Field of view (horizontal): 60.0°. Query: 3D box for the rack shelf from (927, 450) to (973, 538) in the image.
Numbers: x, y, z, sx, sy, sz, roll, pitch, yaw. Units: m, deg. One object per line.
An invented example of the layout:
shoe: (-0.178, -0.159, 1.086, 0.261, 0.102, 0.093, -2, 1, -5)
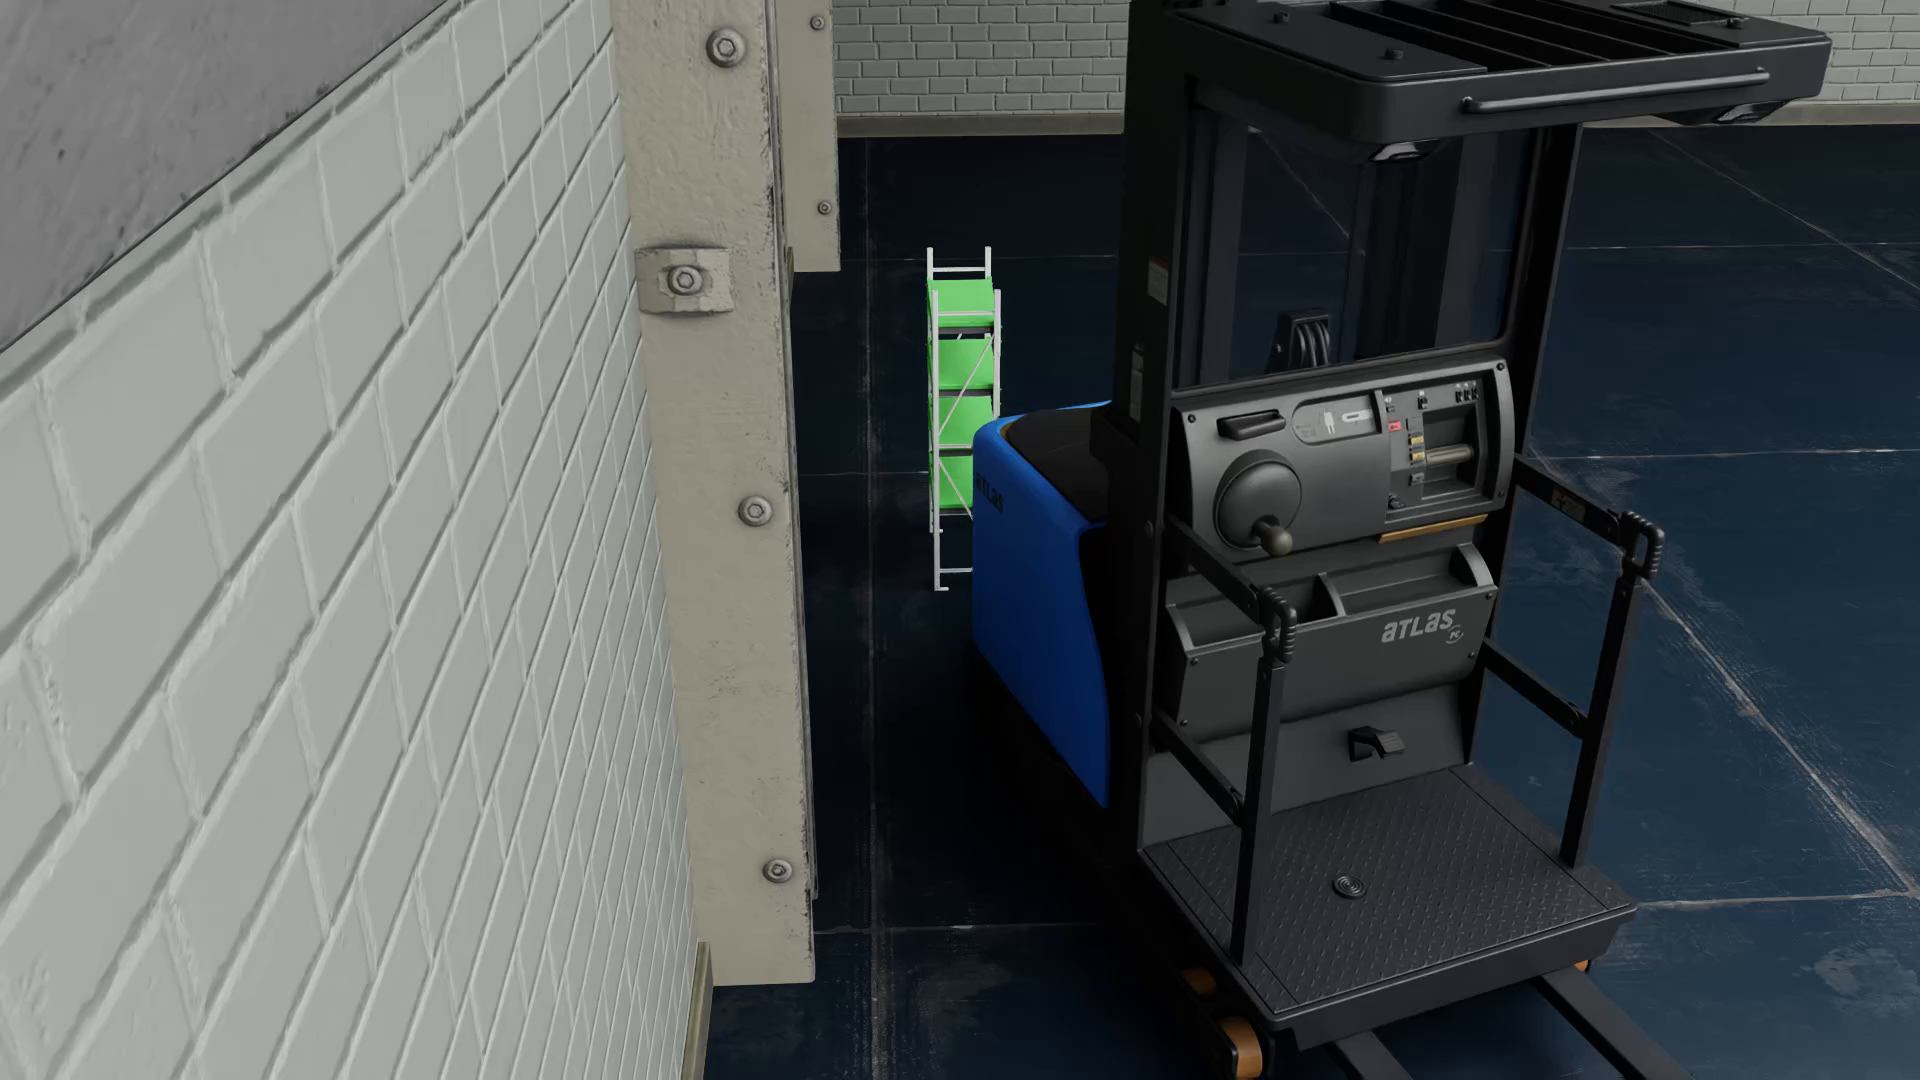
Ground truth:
rack shelf: (0.009, -0.186, 6.466, 0.258, 0.148, 0.480, -1, 28, -3)

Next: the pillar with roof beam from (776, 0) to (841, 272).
pillar with roof beam: (3.430, -5.764, 8.071, 9.100, 9.000, 0.400, -1, 28, -3)

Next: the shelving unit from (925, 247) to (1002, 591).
shelving unit: (0.009, -0.456, 6.326, 0.258, 1.200, 0.503, -1, 28, -3)

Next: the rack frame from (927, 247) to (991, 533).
rack frame: (-0.004, -0.568, 6.542, 0.240, 1.200, 0.015, -1, 28, -3)

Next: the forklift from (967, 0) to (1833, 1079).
forklift: (1.042, -0.166, 3.898, 1.130, 2.935, 3.031, -11, 29, -19)

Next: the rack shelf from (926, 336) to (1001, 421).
rack shelf: (0.009, -0.612, 6.245, 0.258, 0.148, 0.480, -1, 28, -3)

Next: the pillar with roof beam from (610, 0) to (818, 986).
pillar with roof beam: (3.744, -2.993, 2.758, 9.100, 9.000, 0.400, -1, 28, -3)

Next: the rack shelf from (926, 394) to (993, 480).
rack shelf: (0.009, -0.399, 6.356, 0.258, 0.148, 0.480, -1, 28, -3)

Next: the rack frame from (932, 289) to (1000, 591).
rack frame: (0.021, -0.343, 6.110, 0.240, 1.200, 0.015, -1, 28, -3)

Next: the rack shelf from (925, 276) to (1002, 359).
rack shelf: (0.009, -0.824, 6.134, 0.258, 0.148, 0.480, -1, 28, -3)
